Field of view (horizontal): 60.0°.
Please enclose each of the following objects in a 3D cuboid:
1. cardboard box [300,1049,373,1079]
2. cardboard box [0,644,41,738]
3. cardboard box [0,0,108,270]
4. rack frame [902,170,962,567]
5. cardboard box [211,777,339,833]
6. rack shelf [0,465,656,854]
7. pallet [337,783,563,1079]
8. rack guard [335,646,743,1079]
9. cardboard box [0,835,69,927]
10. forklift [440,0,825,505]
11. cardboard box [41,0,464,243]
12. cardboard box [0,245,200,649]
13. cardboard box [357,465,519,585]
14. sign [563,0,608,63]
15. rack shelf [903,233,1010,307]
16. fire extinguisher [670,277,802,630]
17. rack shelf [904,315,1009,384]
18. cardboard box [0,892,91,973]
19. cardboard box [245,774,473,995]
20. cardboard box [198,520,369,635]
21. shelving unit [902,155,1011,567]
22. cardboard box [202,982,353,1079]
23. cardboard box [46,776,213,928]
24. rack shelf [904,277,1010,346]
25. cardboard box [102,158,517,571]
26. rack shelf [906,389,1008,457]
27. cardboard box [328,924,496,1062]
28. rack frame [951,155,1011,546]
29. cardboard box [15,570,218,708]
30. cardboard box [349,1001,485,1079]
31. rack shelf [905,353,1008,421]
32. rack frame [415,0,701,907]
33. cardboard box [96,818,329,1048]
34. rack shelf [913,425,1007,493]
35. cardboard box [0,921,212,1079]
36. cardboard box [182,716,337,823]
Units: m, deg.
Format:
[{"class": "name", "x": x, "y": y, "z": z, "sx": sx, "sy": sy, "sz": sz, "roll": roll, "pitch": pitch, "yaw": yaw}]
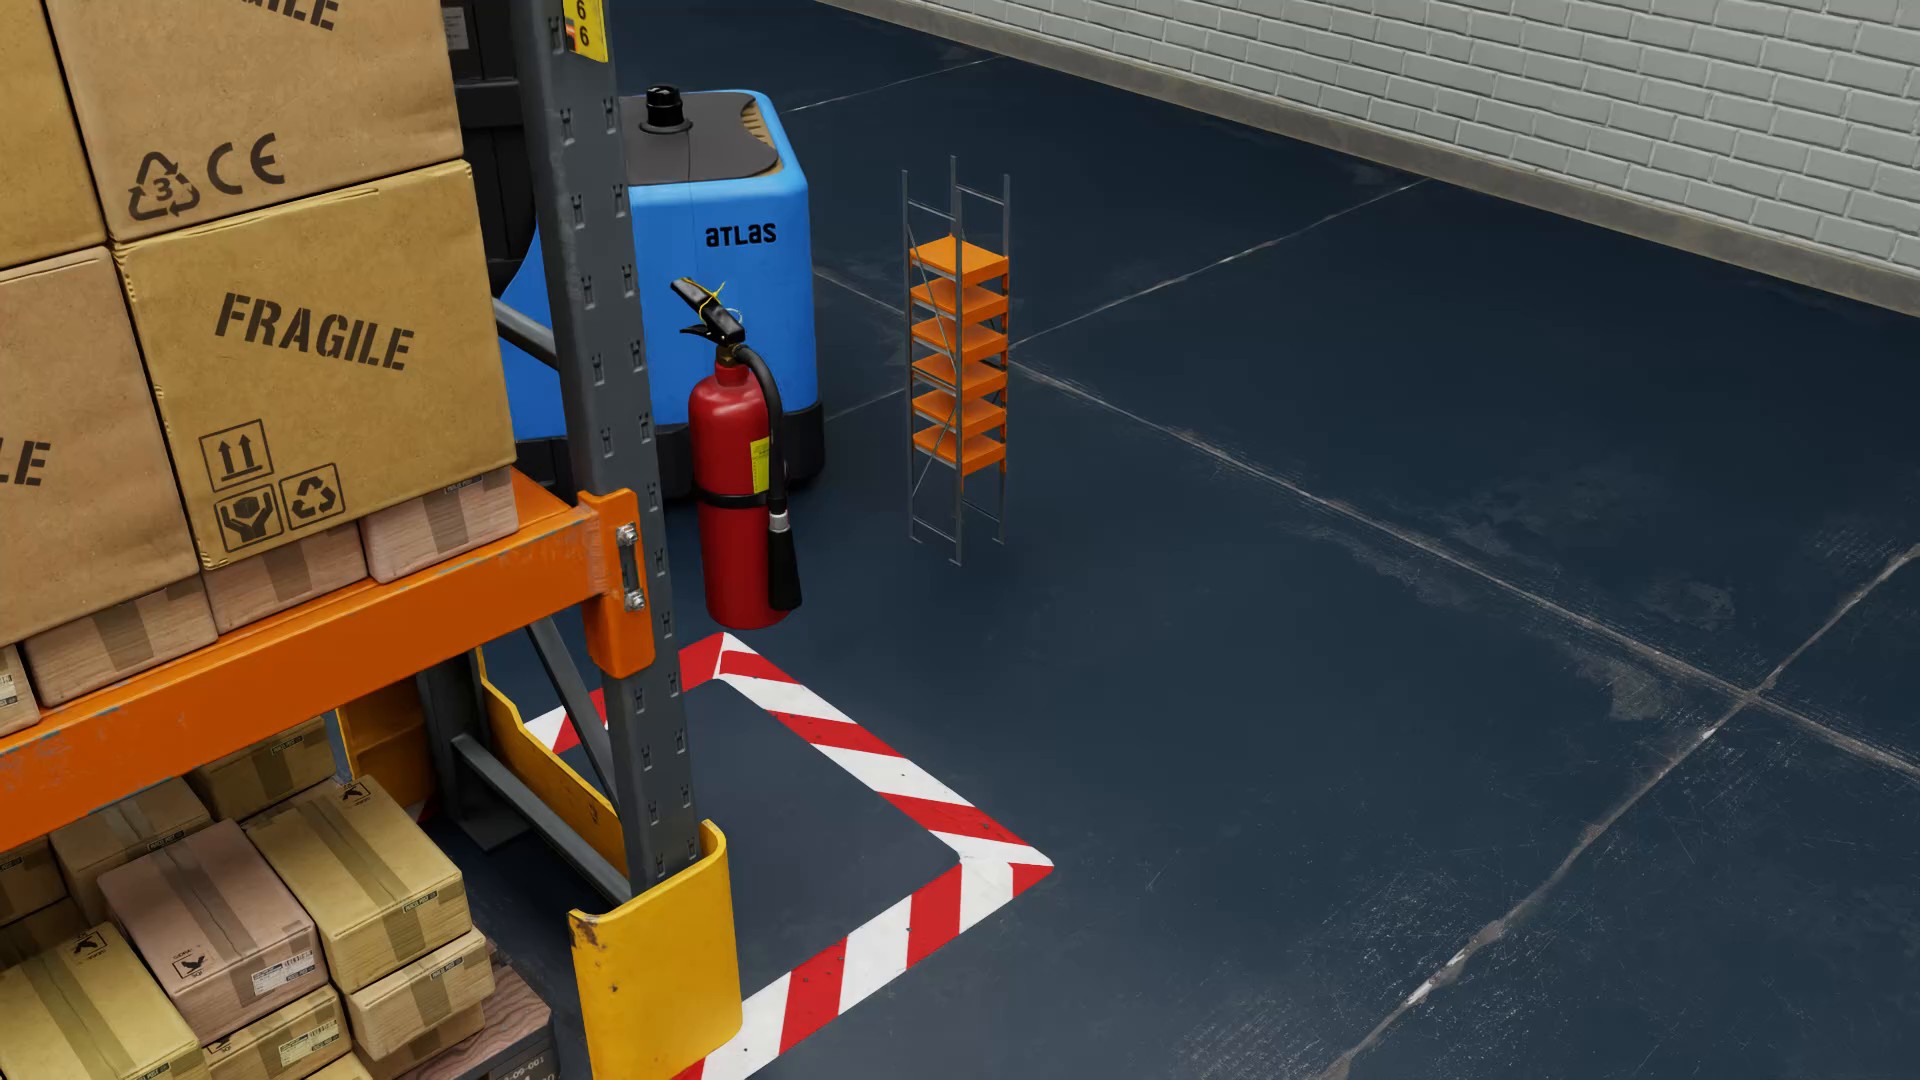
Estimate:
[{"class": "cardboard box", "x": -1.269, "y": 0.998, "z": 3.072, "sx": 0.250, "sy": 0.149, "sz": 0.380, "roll": -24, "pitch": 39, "yaw": -34}, {"class": "cardboard box", "x": -1.505, "y": 0.164, "z": 2.348, "sx": 0.250, "sy": 0.149, "sz": 0.380, "roll": -25, "pitch": 39, "yaw": -34}, {"class": "cardboard box", "x": -1.444, "y": -0.594, "z": 2.007, "sx": 0.500, "sy": 0.500, "sz": 0.500, "roll": -27, "pitch": 41, "yaw": -37}, {"class": "rack frame", "x": -0.078, "y": -0.474, "z": 4.876, "sx": 0.006, "sy": 1.200, "sz": 0.240, "roll": -26, "pitch": 40, "yaw": -35}, {"class": "cardboard box", "x": -1.464, "y": 0.562, "z": 3.500, "sx": 0.250, "sy": 0.149, "sz": 0.380, "roll": -24, "pitch": 39, "yaw": -34}, {"class": "rack shelf", "x": -2.372, "y": 0.581, "z": 2.114, "sx": 4.000, "sy": 0.370, "sz": 1.077, "roll": -26, "pitch": 40, "yaw": -35}, {"class": "pallet", "x": -1.581, "y": 1.056, "z": 3.321, "sx": 1.213, "sy": 0.211, "sz": 1.003, "roll": -26, "pitch": 40, "yaw": -35}, {"class": "rack guard", "x": -0.961, "y": 0.658, "z": 3.695, "sx": 0.348, "sy": 0.500, "sz": 1.175, "roll": -26, "pitch": 40, "yaw": -35}, {"class": "cardboard box", "x": -1.913, "y": 0.588, "z": 3.173, "sx": 0.250, "sy": 0.149, "sz": 0.380, "roll": -26, "pitch": 40, "yaw": -36}, {"class": "forklift", "x": -2.021, "y": -1.491, "z": 4.879, "sx": 3.031, "sy": 2.935, "sz": 1.130, "roll": -7, "pitch": 32, "yaw": -11}, {"class": "cardboard box", "x": -1.072, "y": -0.774, "z": 2.301, "sx": 0.500, "sy": 0.500, "sz": 0.500, "roll": -27, "pitch": 40, "yaw": -36}, {"class": "cardboard box", "x": -1.441, "y": -0.166, "z": 2.266, "sx": 0.500, "sy": 0.500, "sz": 0.500, "roll": -27, "pitch": 40, "yaw": -36}, {"class": "cardboard box", "x": -0.952, "y": -0.104, "z": 2.786, "sx": 0.250, "sy": 0.149, "sz": 0.380, "roll": -26, "pitch": 40, "yaw": -35}, {"class": "sign", "x": -0.543, "y": -0.845, "z": 2.343, "sx": 0.005, "sy": 0.325, "sz": 0.100, "roll": -26, "pitch": 40, "yaw": -35}, {"class": "rack shelf", "x": -0.011, "y": -0.776, "z": 4.764, "sx": 0.180, "sy": 0.103, "sz": 0.258, "roll": -26, "pitch": 40, "yaw": -35}, {"class": "fire extinguisher", "x": -0.407, "y": -0.156, "z": 3.062, "sx": 0.183, "sy": 0.674, "sz": 0.296, "roll": -26, "pitch": 40, "yaw": -35}, {"class": "rack shelf", "x": -0.011, "y": -0.571, "z": 4.889, "sx": 0.180, "sy": 0.103, "sz": 0.258, "roll": -26, "pitch": 40, "yaw": -35}, {"class": "cardboard box", "x": -1.823, "y": 0.759, "z": 3.179, "sx": 0.250, "sy": 0.149, "sz": 0.380, "roll": -25, "pitch": 39, "yaw": -35}, {"class": "cardboard box", "x": -1.121, "y": 0.633, "z": 3.100, "sx": 0.250, "sy": 0.149, "sz": 0.380, "roll": -25, "pitch": 40, "yaw": -35}, {"class": "cardboard box", "x": -1.160, "y": -0.031, "z": 2.665, "sx": 0.250, "sy": 0.149, "sz": 0.380, "roll": -26, "pitch": 40, "yaw": -36}, {"class": "shelving unit", "x": -0.011, "y": -0.507, "z": 4.929, "sx": 0.189, "sy": 1.200, "sz": 0.258, "roll": -26, "pitch": 40, "yaw": -35}, {"class": "cardboard box", "x": -1.327, "y": 0.843, "z": 3.041, "sx": 0.250, "sy": 0.149, "sz": 0.380, "roll": -27, "pitch": 40, "yaw": -36}, {"class": "cardboard box", "x": -1.641, "y": 0.548, "z": 3.239, "sx": 0.250, "sy": 0.149, "sz": 0.380, "roll": -25, "pitch": 39, "yaw": -35}, {"class": "rack shelf", "x": -0.011, "y": -0.674, "z": 4.827, "sx": 0.180, "sy": 0.103, "sz": 0.258, "roll": -26, "pitch": 40, "yaw": -35}, {"class": "cardboard box", "x": -1.060, "y": -0.347, "z": 2.561, "sx": 0.500, "sy": 0.500, "sz": 0.500, "roll": -25, "pitch": 39, "yaw": -35}, {"class": "rack shelf", "x": -0.011, "y": -0.366, "z": 5.014, "sx": 0.180, "sy": 0.103, "sz": 0.258, "roll": -26, "pitch": 40, "yaw": -35}, {"class": "cardboard box", "x": -1.099, "y": 0.771, "z": 3.159, "sx": 0.250, "sy": 0.149, "sz": 0.380, "roll": -27, "pitch": 41, "yaw": -37}, {"class": "rack frame", "x": 0.056, "y": -0.539, "z": 4.982, "sx": 0.006, "sy": 1.200, "sz": 0.240, "roll": -26, "pitch": 40, "yaw": -35}, {"class": "cardboard box", "x": -1.334, "y": 0.064, "z": 2.511, "sx": 0.250, "sy": 0.149, "sz": 0.380, "roll": -26, "pitch": 40, "yaw": -36}, {"class": "cardboard box", "x": -1.150, "y": 0.868, "z": 3.285, "sx": 0.250, "sy": 0.149, "sz": 0.380, "roll": -25, "pitch": 39, "yaw": -35}, {"class": "rack shelf", "x": -0.011, "y": -0.469, "z": 4.952, "sx": 0.180, "sy": 0.103, "sz": 0.258, "roll": -26, "pitch": 40, "yaw": -35}, {"class": "rack frame", "x": -0.906, "y": -0.435, "z": 3.087, "sx": 0.127, "sy": 3.000, "sz": 1.000, "roll": -26, "pitch": 40, "yaw": -35}, {"class": "cardboard box", "x": -1.345, "y": 0.700, "z": 2.990, "sx": 0.250, "sy": 0.149, "sz": 0.380, "roll": -25, "pitch": 39, "yaw": -35}, {"class": "rack shelf", "x": -0.011, "y": -0.264, "z": 5.077, "sx": 0.180, "sy": 0.103, "sz": 0.258, "roll": -26, "pitch": 40, "yaw": -35}, {"class": "cardboard box", "x": -1.448, "y": 0.840, "z": 2.760, "sx": 0.250, "sy": 0.149, "sz": 0.380, "roll": -27, "pitch": 40, "yaw": -36}, {"class": "cardboard box", "x": -1.521, "y": 0.404, "z": 3.474, "sx": 0.380, "sy": 0.149, "sz": 0.250, "roll": 27, "pitch": 41, "yaw": 37}]
